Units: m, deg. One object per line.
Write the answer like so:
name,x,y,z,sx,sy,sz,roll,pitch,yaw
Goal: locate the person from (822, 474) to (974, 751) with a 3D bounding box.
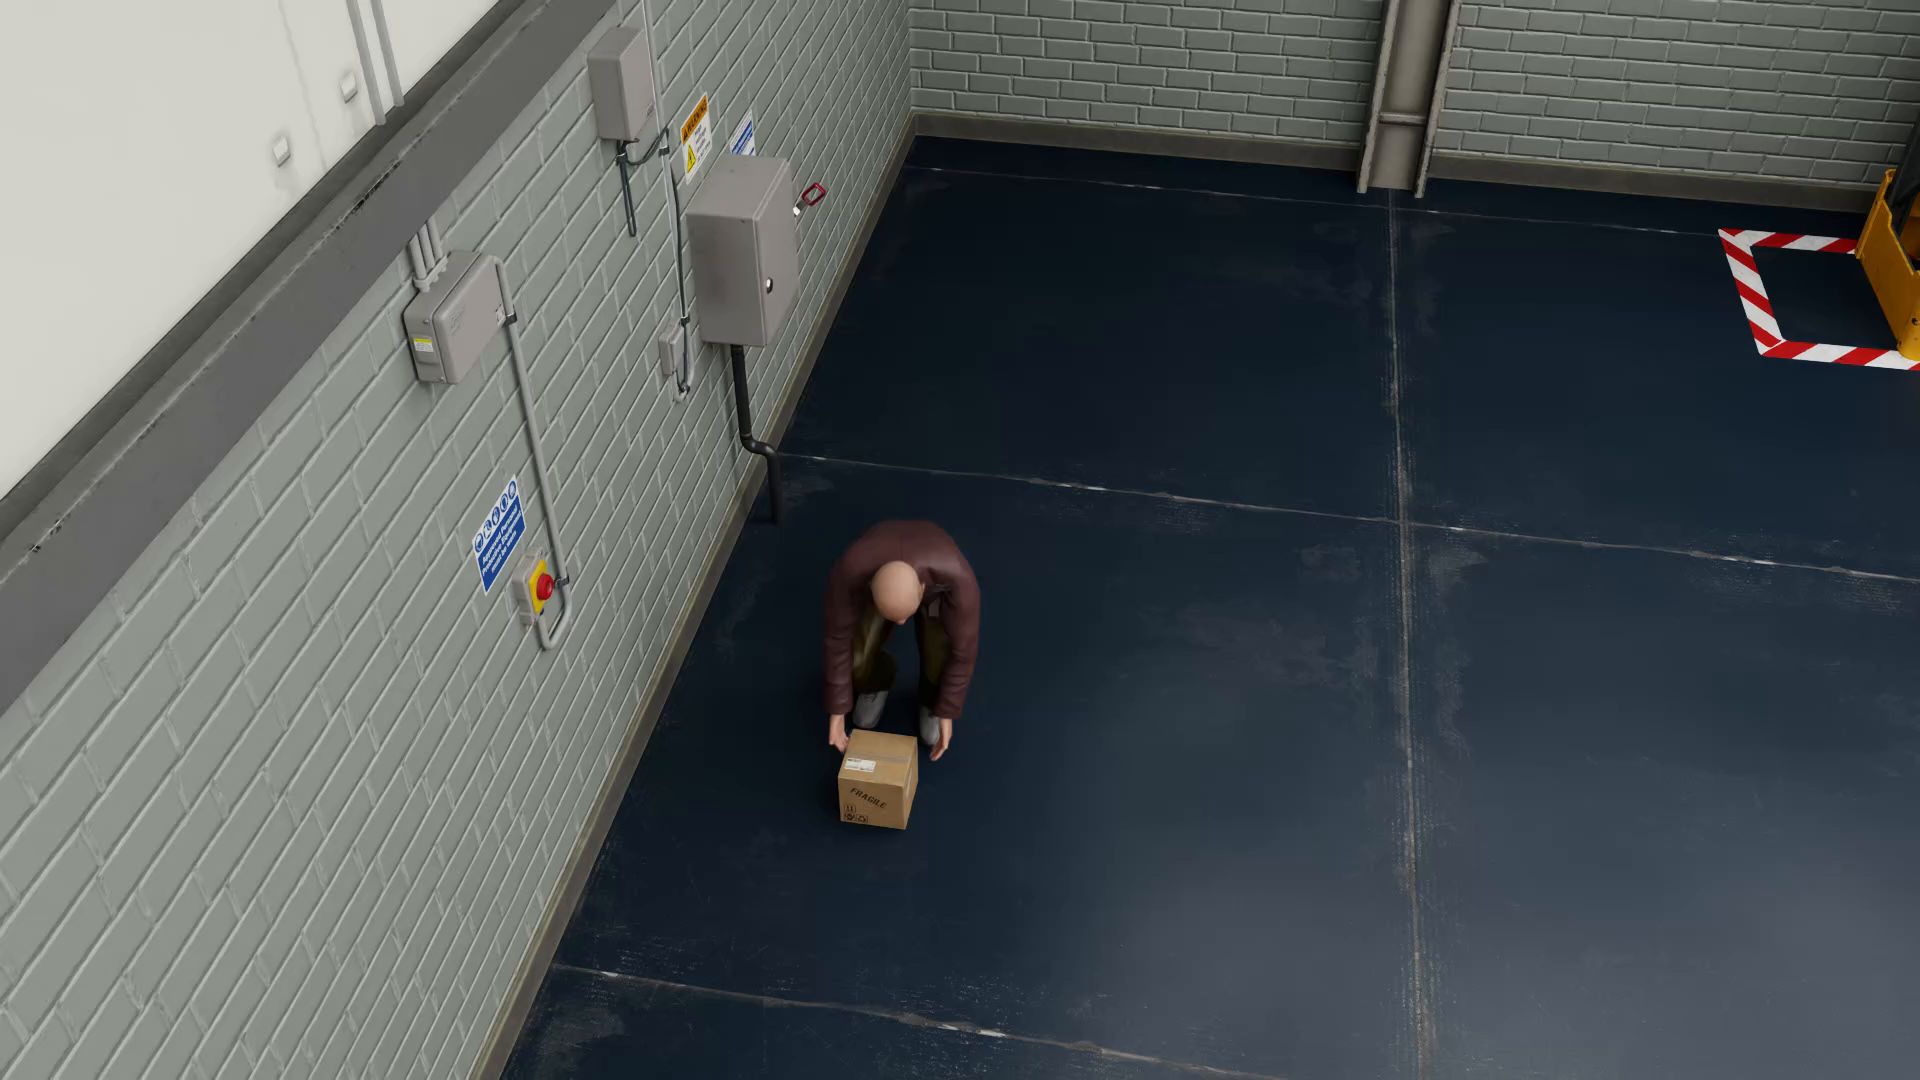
person,-0.253,0.375,6.223,0.560,1.134,0.948,5,40,6
